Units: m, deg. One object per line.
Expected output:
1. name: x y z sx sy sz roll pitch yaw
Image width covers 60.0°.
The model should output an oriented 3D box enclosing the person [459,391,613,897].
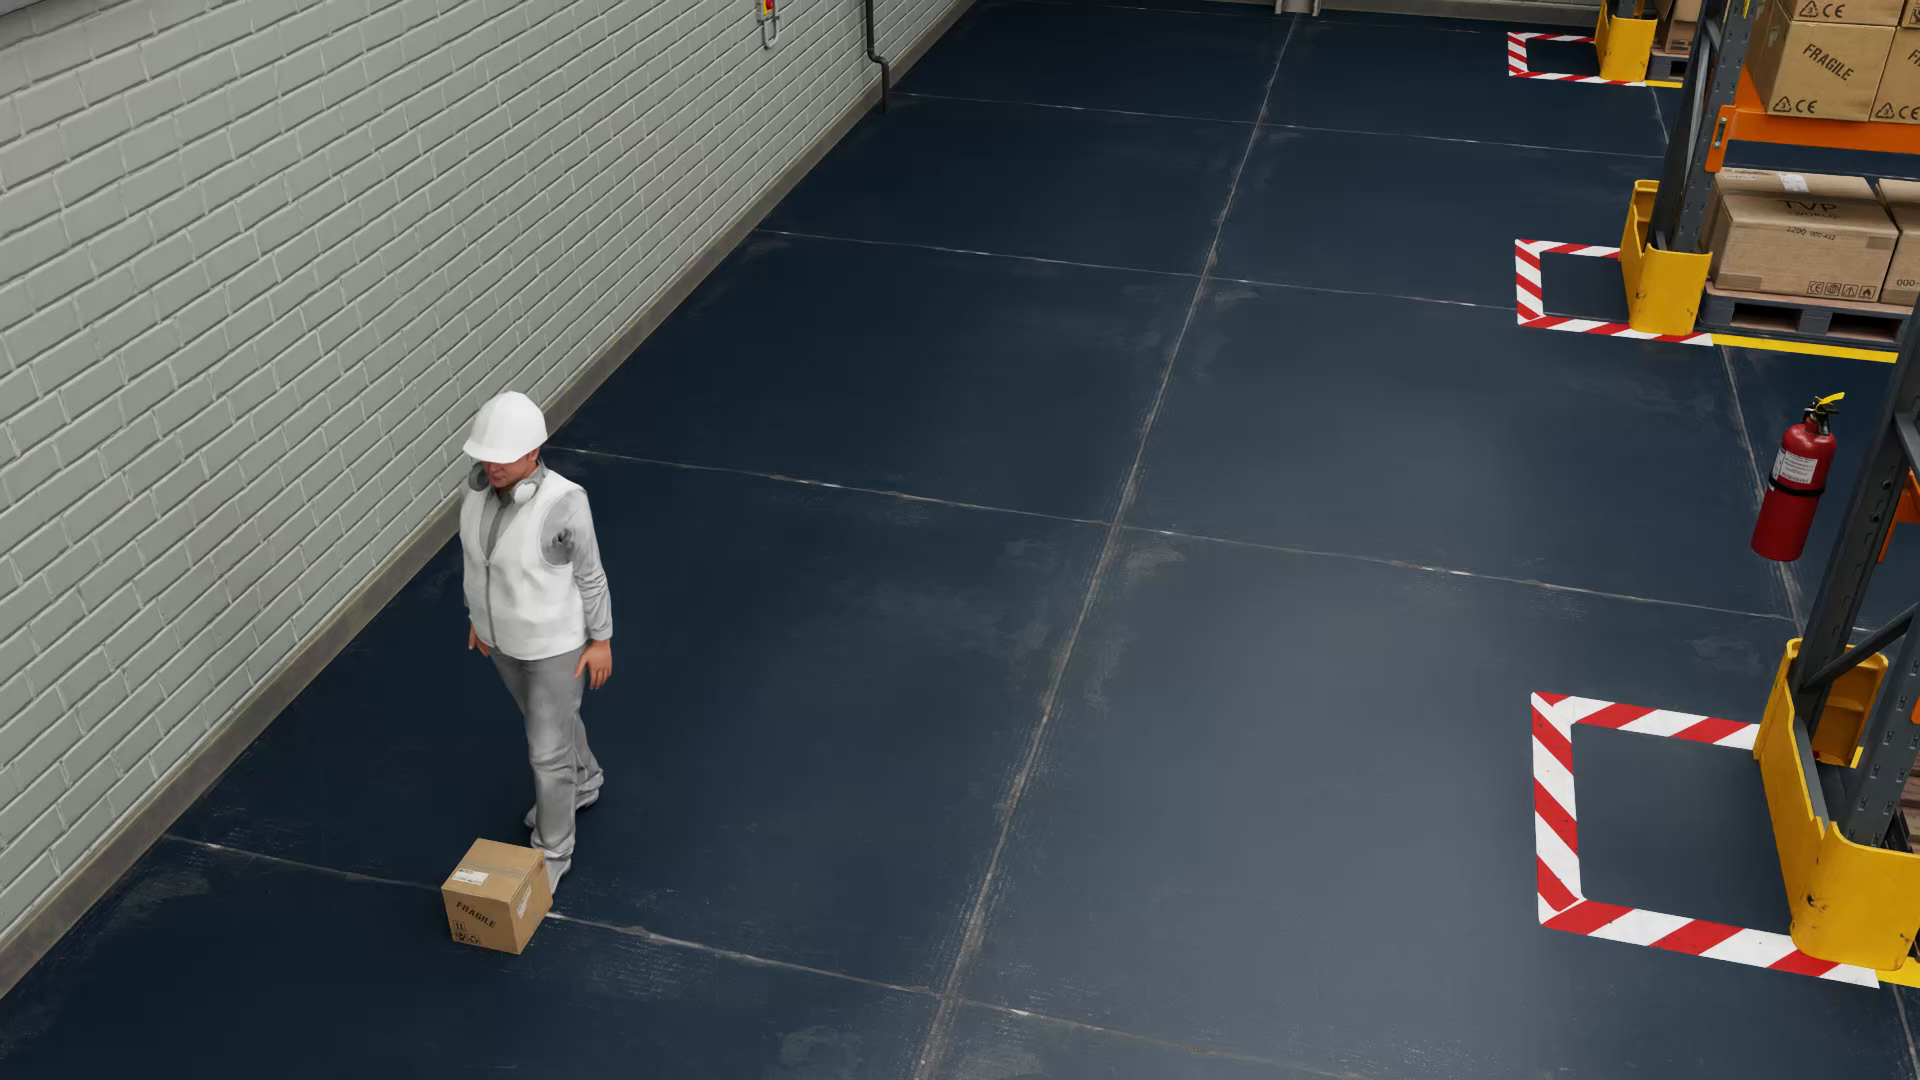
1. person: -1.502 0.347 5.549 0.561 1.769 0.645 19 37 27
